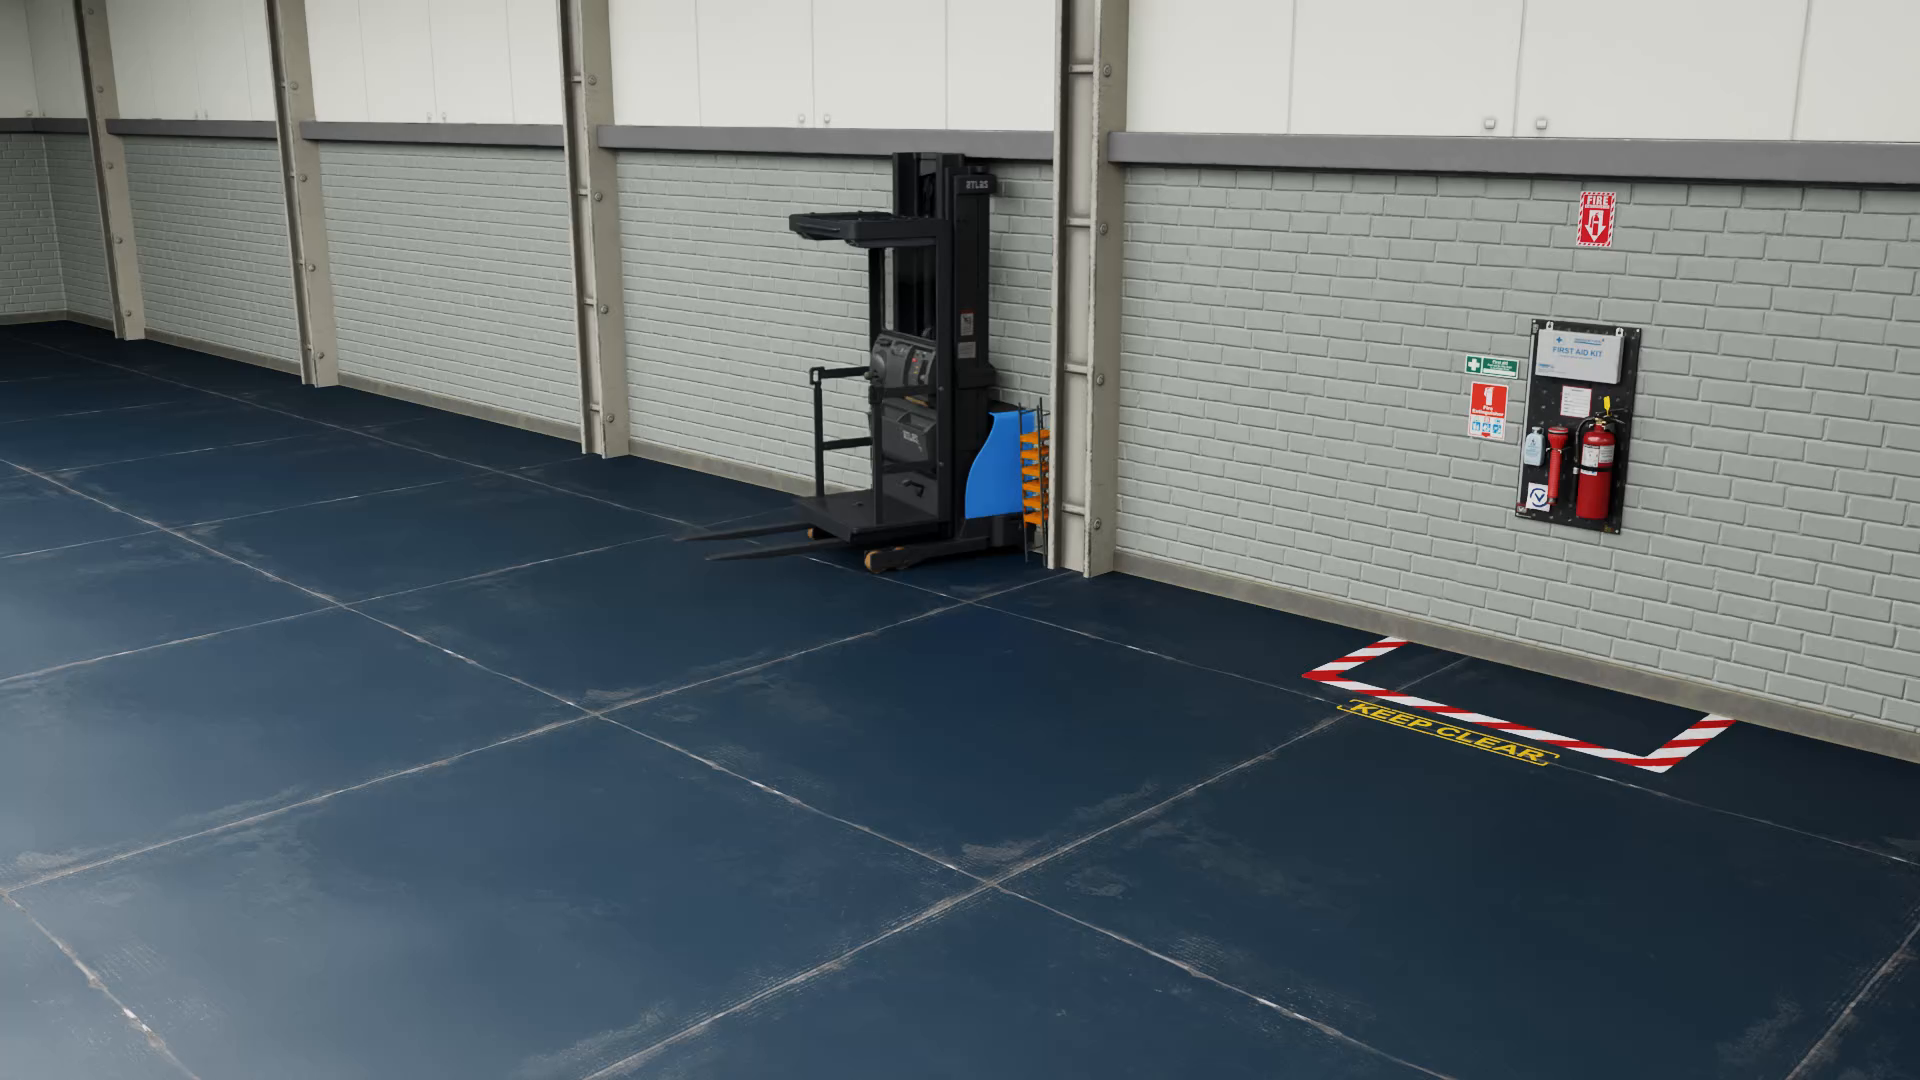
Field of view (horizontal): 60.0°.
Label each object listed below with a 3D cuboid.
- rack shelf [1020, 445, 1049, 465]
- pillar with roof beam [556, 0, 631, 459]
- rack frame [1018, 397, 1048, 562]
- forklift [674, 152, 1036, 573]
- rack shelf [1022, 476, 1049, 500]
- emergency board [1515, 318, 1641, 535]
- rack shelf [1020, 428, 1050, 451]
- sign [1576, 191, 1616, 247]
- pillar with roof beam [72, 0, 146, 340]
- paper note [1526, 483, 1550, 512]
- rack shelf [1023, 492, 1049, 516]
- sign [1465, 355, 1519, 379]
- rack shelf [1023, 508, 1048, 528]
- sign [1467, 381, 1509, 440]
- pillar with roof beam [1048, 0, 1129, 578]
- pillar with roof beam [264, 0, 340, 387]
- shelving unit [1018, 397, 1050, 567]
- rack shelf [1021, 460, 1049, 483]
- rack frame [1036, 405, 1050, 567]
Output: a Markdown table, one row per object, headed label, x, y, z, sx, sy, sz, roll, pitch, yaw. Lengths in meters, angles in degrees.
| label | x | y | z | sx | sy | sz | roll | pitch | yaw |
| --- | --- | --- | --- | --- | --- | --- | --- | --- | --- |
| rack shelf | 0.594 | -0.612 | 12.090 | 0.258 | 0.103 | 0.180 | -18 | 21 | -40 |
| pillar with roof beam | -6.421 | -4.415 | 12.030 | 0.400 | 9.000 | 9.100 | 14 | 20 | 42 |
| rack frame | 0.542 | -0.439 | 12.208 | 0.240 | 1.200 | 0.006 | -18 | 21 | -40 |
| forklift | -0.602 | -1.328 | 12.216 | 3.031 | 2.935 | 1.130 | -8 | 17 | -29 |
| rack shelf | 0.608 | -0.381 | 12.156 | 0.258 | 0.103 | 0.180 | -18 | 21 | -40 |
| emergency board | 3.453 | -0.633 | 9.411 | 0.643 | 1.169 | 0.194 | 14 | 20 | 42 |
| rack shelf | 0.587 | -0.727 | 12.057 | 0.258 | 0.103 | 0.180 | -18 | 21 | -40 |
| sign | 3.516 | -1.774 | 9.194 | 0.199 | 0.298 | 0.001 | 14 | 20 | 42 |
| pillar with roof beam | -15.060 | -6.515 | 20.090 | 0.400 | 9.000 | 9.100 | 14 | 20 | 42 |
| paper note | 3.374 | -0.250 | 9.690 | 0.142 | 0.148 | 0.016 | 14 | 20 | 42 |
| rack shelf | 0.615 | -0.266 | 12.189 | 0.258 | 0.103 | 0.180 | -18 | 21 | -40 |
| sign | 3.124 | -1.020 | 9.774 | 0.331 | 0.109 | 0.001 | 14 | 20 | 42 |
| rack shelf | 0.621 | -0.151 | 12.222 | 0.258 | 0.103 | 0.180 | -18 | 21 | -40 |
| sign | 3.127 | -0.766 | 9.850 | 0.234 | 0.329 | 0.001 | 14 | 20 | 42 |
| pillar with roof beam | -2.102 | -3.365 | 8.000 | 0.400 | 9.000 | 9.100 | 14 | 20 | 42 |
| pillar with roof beam | -10.740 | -5.465 | 16.060 | 0.400 | 9.000 | 9.100 | 14 | 20 | 42 |
| shelving unit | 0.605 | -0.424 | 12.144 | 0.258 | 1.200 | 0.189 | -18 | 21 | -40 |
| rack shelf | 0.601 | -0.497 | 12.123 | 0.258 | 0.103 | 0.180 | -18 | 21 | -40 |
| rack frame | 0.668 | -0.409 | 12.079 | 0.240 | 1.200 | 0.006 | -18 | 21 | -40 |
